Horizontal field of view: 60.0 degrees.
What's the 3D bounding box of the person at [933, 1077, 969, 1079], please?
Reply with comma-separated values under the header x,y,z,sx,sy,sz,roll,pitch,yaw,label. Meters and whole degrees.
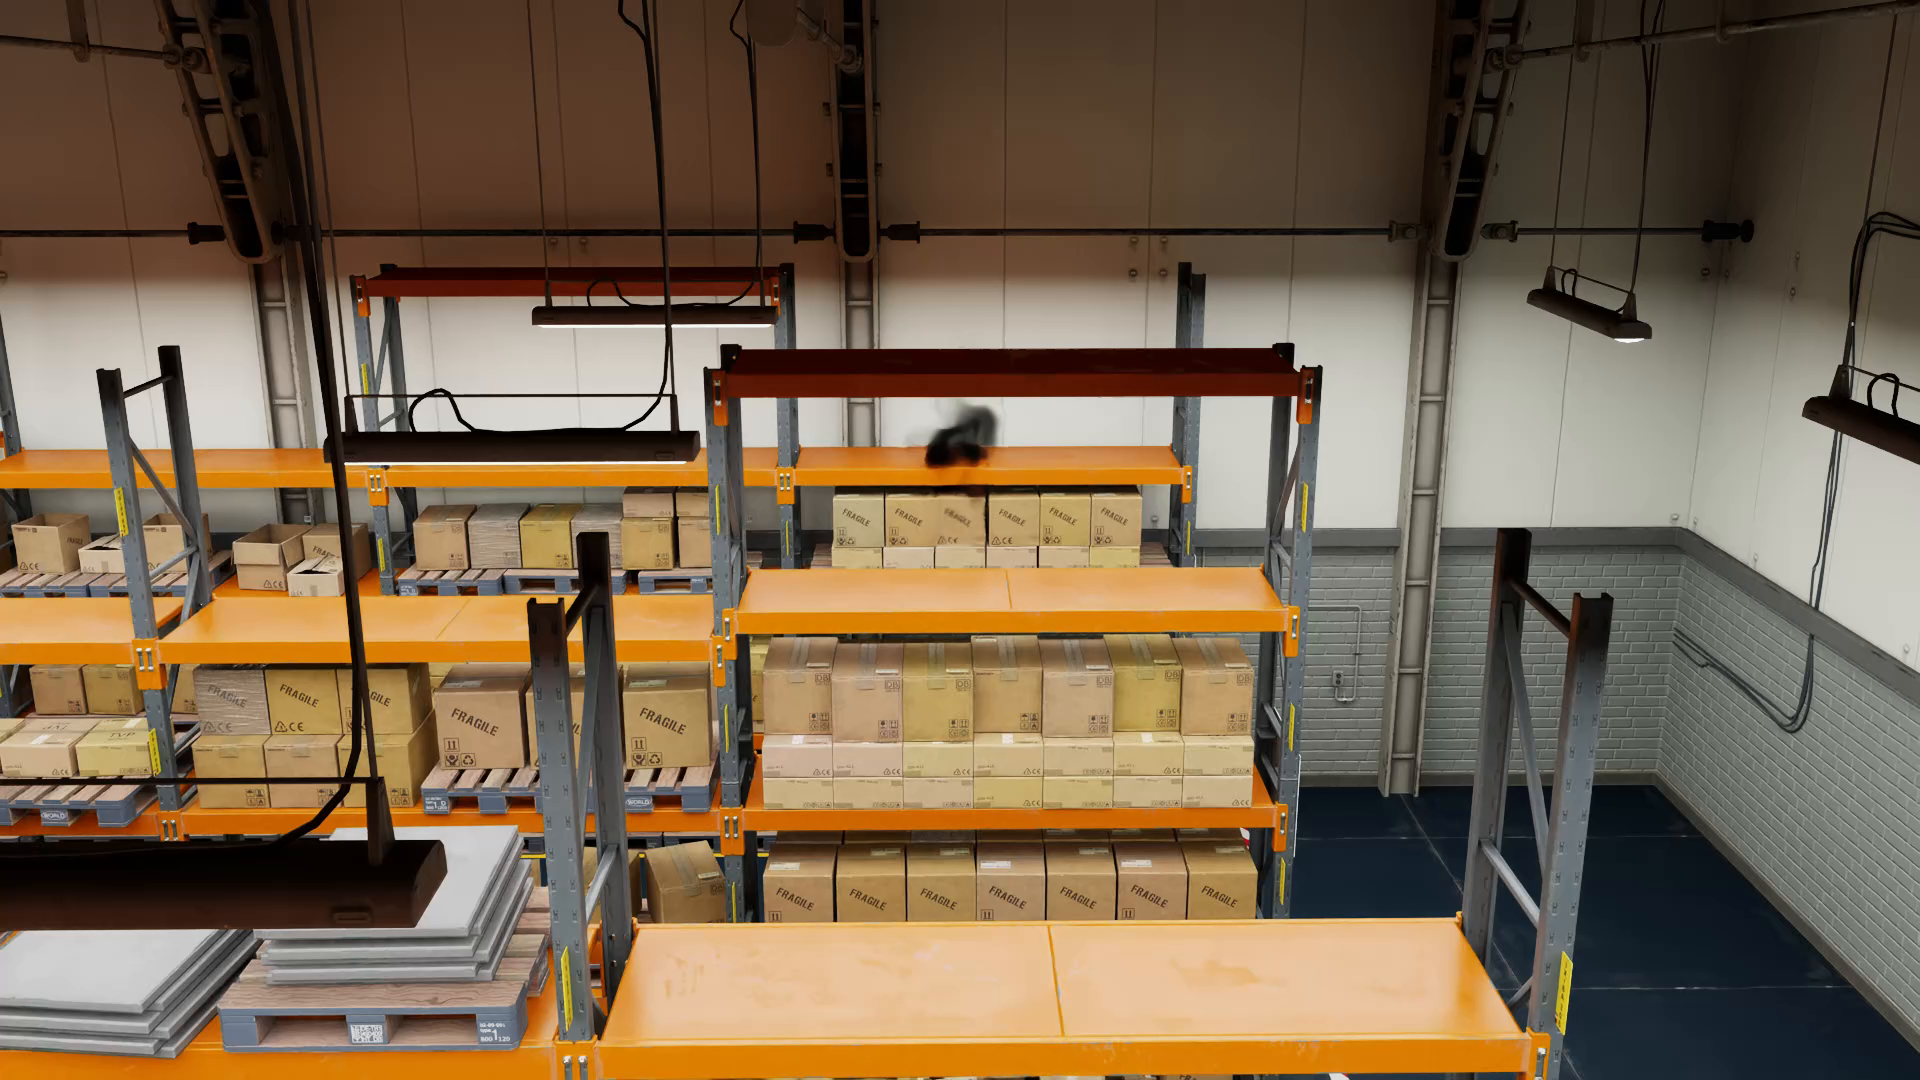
x,y,z,sx,sy,sz,roll,pitch,yaw,label
0.000,4.205,11.001,0.703,1.768,0.652,-3,16,-10,person
